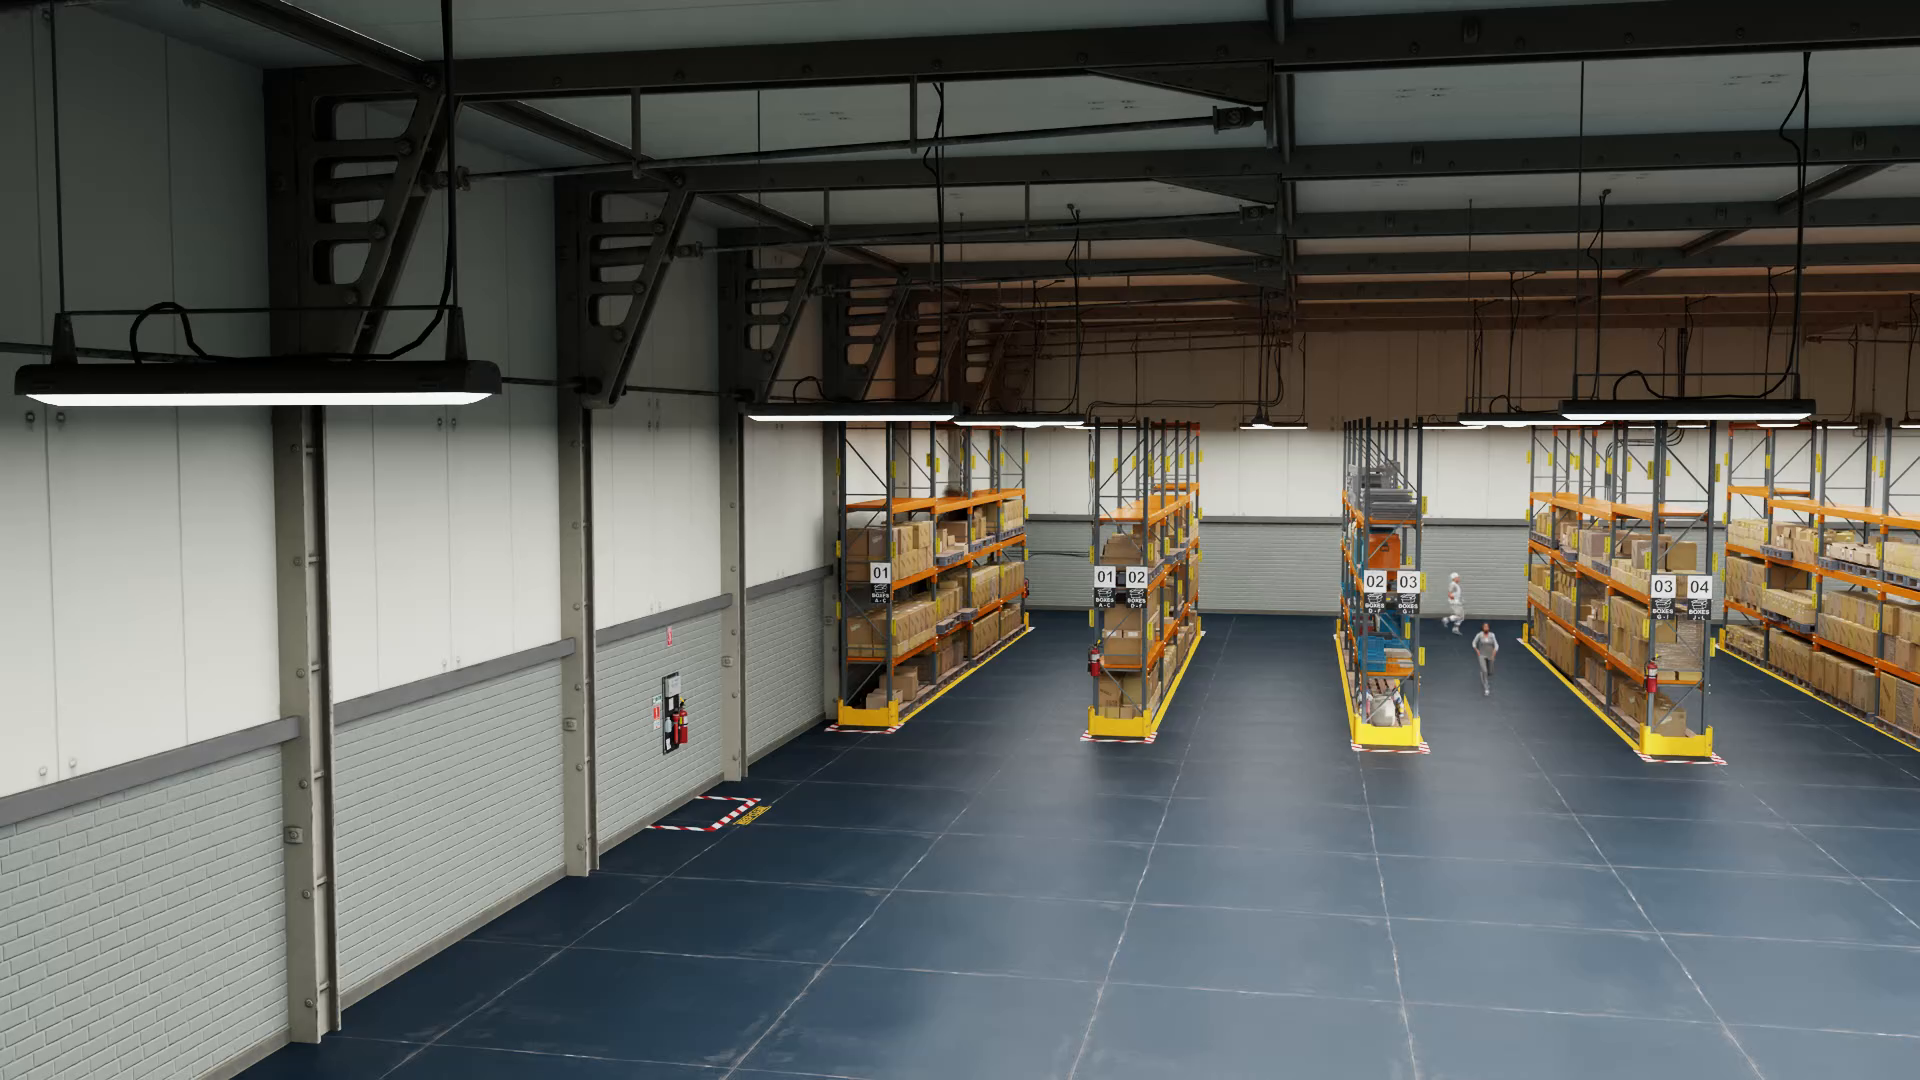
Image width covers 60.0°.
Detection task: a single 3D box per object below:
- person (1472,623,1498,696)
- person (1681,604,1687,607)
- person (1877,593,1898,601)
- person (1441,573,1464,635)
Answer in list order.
[{"bbox_3d":[11.548,2.594,36.562,0.530,1.571,0.853,0,4,3],"label":"person"},{"bbox_3d":[18.720,2.165,43.244,0.598,1.504,0.548,1,4,18],"label":"person"},{"bbox_3d":[24.869,1.962,44.742,0.956,1.765,0.724,1,4,12],"label":"person"},{"bbox_3d":[13.993,1.806,47.195,0.611,1.752,0.670,2,4,22],"label":"person"}]
